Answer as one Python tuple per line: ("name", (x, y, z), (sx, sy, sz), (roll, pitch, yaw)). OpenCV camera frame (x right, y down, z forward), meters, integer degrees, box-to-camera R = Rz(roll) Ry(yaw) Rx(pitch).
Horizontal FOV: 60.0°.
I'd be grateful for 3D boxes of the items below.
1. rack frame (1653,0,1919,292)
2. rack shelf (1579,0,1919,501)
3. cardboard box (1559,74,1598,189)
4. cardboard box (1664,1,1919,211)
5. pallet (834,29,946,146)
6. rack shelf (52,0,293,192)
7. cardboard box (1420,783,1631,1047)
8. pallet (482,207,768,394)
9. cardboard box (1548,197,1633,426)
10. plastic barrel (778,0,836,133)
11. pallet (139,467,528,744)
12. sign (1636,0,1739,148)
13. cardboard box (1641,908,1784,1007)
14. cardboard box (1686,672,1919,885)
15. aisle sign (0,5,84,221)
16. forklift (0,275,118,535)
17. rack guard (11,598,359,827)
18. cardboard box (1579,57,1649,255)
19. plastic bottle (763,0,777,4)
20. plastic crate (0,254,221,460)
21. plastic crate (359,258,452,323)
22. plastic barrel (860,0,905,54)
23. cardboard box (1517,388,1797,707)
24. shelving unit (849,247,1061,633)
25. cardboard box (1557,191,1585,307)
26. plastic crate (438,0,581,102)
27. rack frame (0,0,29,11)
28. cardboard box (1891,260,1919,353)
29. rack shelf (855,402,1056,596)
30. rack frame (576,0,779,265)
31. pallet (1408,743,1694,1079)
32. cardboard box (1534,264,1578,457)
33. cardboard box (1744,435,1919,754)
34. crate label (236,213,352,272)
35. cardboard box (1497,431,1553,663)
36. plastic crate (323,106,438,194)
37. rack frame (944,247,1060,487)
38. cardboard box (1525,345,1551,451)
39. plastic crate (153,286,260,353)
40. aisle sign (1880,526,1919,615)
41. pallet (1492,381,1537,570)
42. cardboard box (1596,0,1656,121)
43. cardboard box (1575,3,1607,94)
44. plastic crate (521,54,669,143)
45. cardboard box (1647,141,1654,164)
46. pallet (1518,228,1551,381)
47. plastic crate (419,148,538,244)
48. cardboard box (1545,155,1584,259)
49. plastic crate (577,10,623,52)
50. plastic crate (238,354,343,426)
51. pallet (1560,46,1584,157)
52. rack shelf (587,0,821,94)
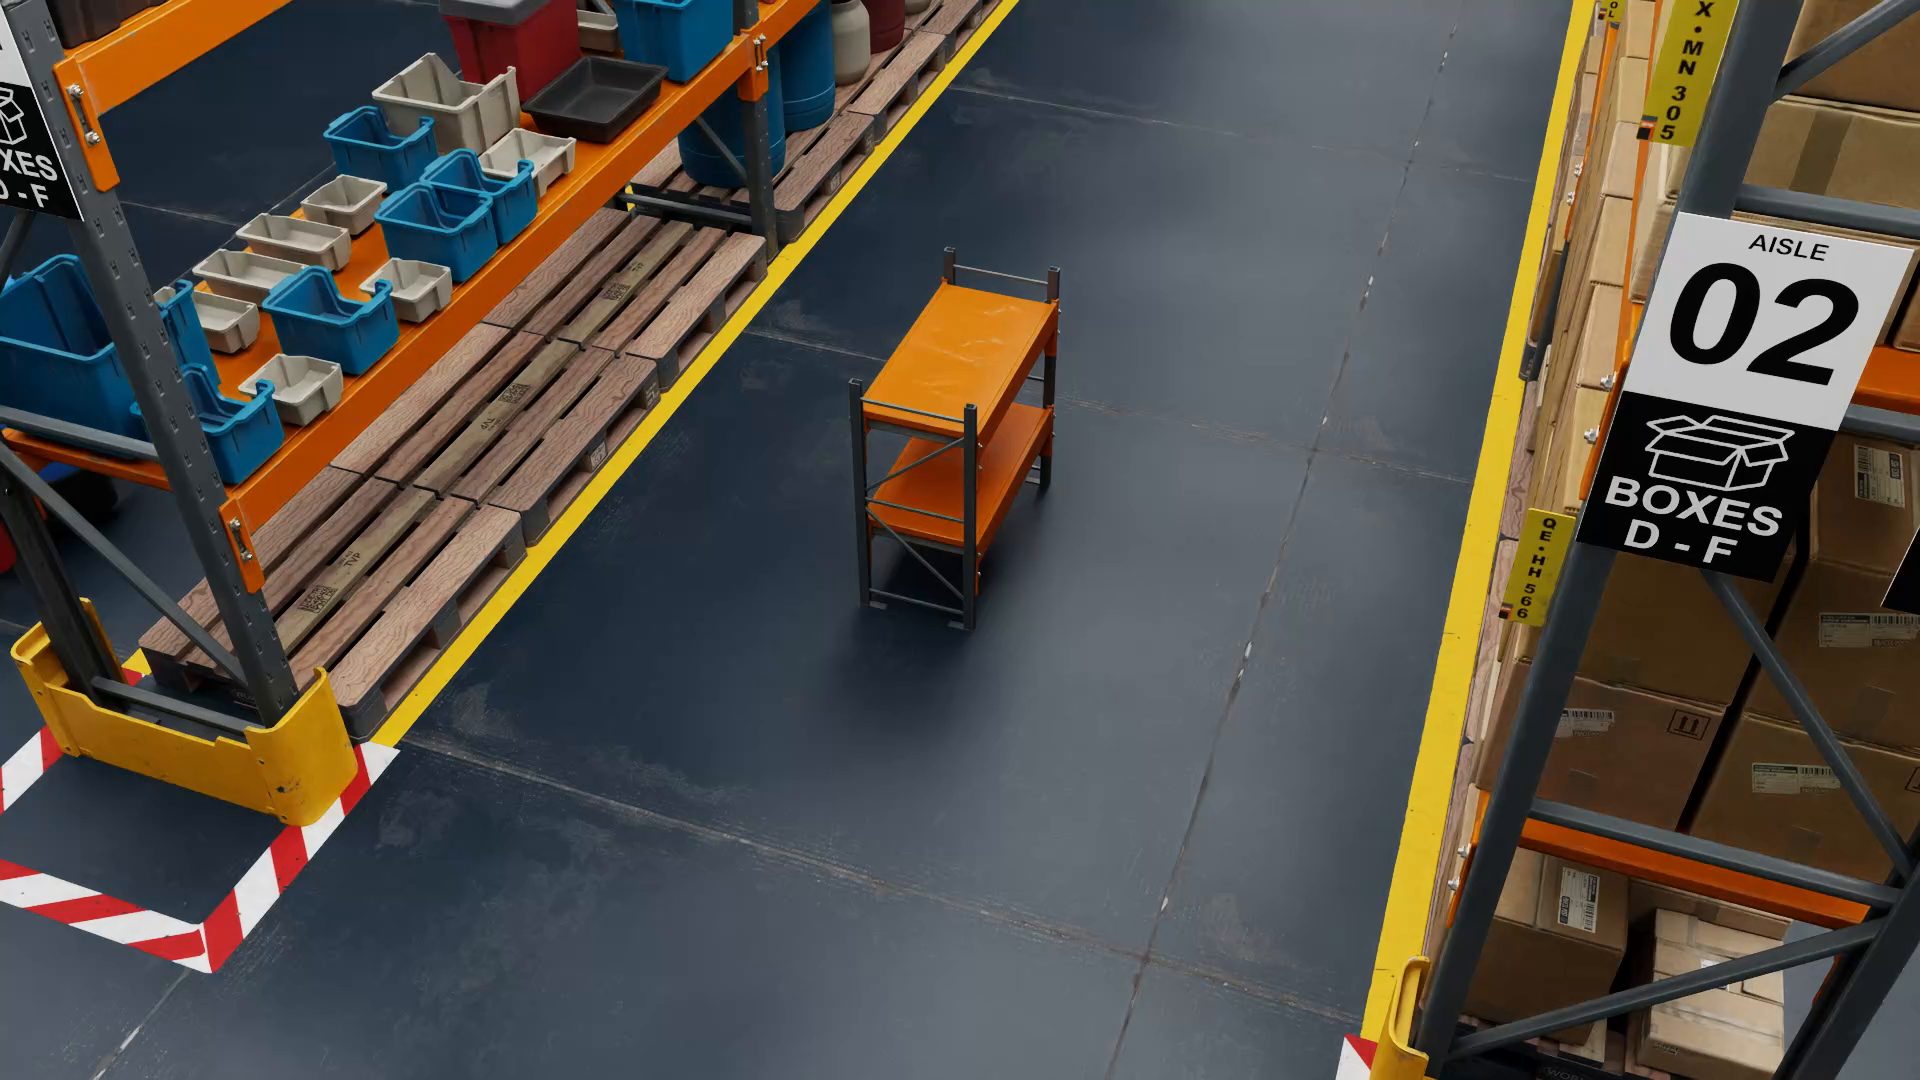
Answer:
("rack frame", (1.805, -1.521, 2.099), (1.000, 3.000, 0.127), (13, 42, 15))
("rack shelf", (2.489, -1.326, 4.736), (1.077, 0.370, 4.000), (13, 42, 15))
("cardboard box", (3.593, -2.175, 9.075), (0.500, 0.500, 0.500), (12, 42, 14))
("cardboard box", (1.742, -0.883, 3.393), (0.500, 0.250, 0.500), (13, 42, 15))
("pallet", (-0.762, -2.927, 10.518), (1.003, 0.211, 1.213), (13, 42, 15))
("rack shelf", (-2.164, -2.427, 6.027), (1.077, 0.370, 4.000), (13, 42, 15))
("cardboard box", (1.760, 1.159, 5.168), (0.500, 0.500, 0.500), (13, 42, 15))
("pallet", (-1.695, -1.262, 8.566), (1.003, 0.211, 1.213), (13, 42, 15))
("cardboard box", (2.044, -0.615, 4.812), (0.500, 0.500, 0.500), (14, 43, 16))
("plastic barrel", (-1.036, -2.901, 9.632), (0.600, 0.901, 0.708), (13, 42, 15))
("pallet", (-2.530, 0.226, 6.822), (1.003, 0.211, 1.213), (13, 42, 15))
("sign", (1.291, -0.852, 2.944), (0.100, 0.325, 0.005), (13, 42, 15))
("cardboard box", (2.357, 1.341, 5.212), (0.380, 0.166, 0.250), (13, 42, 15))
("cardboard box", (2.205, 0.511, 4.262), (0.500, 0.500, 0.500), (14, 42, 16))
("aisle sign", (-2.594, -1.219, 4.365), (0.394, 0.787, 0.004), (13, 42, 15))
("forklift", (-5.040, -1.757, 7.051), (1.130, 2.935, 3.031), (-28, 48, -29))
("rack guard", (-2.844, 0.628, 6.128), (1.175, 0.500, 0.348), (13, 42, 15))
("cardboard box", (2.395, -1.243, 5.549), (0.500, 0.500, 0.500), (12, 42, 14))
("plastic bottle", (-0.954, -2.864, 8.386), (0.061, 0.283, 0.133), (13, 42, 15))
("plastic crate", (-2.909, -0.622, 5.594), (0.616, 0.435, 0.499), (13, 42, 15))
("plastic crate", (-2.035, -0.931, 6.187), (0.250, 0.136, 0.298), (13, 42, 15))
("plastic barrel", (-0.650, -3.471, 10.541), (0.600, 0.588, 0.708), (13, 42, 15))
("cardboard box", (1.699, 0.011, 4.079), (0.500, 0.500, 0.500), (13, 42, 15))
("shelving unit", (-0.002, -0.424, 6.880), (0.538, 1.125, 1.048), (13, 42, 15))
("cardboard box", (2.571, -1.153, 6.213), (0.500, 0.500, 0.500), (14, 42, 16))
("plastic crate", (-2.021, -2.338, 7.584), (0.402, 0.464, 0.583), (13, 42, 15))
("rack frame", (-2.848, -2.622, 3.390), (1.000, 3.000, 0.127), (13, 42, 15))
("cardboard box", (2.220, -0.579, 3.422), (0.500, 0.250, 0.500), (13, 42, 15))
("rack shelf", (-0.002, -0.238, 7.039), (0.538, 0.278, 1.000), (13, 42, 15))
("rack frame", (-1.480, -2.780, 8.197), (1.000, 3.000, 0.127), (13, 42, 15))
("pallet", (2.103, 1.290, 5.576), (1.003, 0.211, 1.213), (13, 42, 15))
("cardboard box", (2.225, -0.538, 5.492), (0.500, 0.500, 0.500), (13, 42, 14))
("cardboard box", (2.205, 0.131, 3.938), (0.500, 0.500, 0.500), (15, 43, 16))
("crate label", (-2.554, -1.149, 6.443), (0.396, 0.136, 0.243), (13, 42, 15))
("cardboard box", (1.877, 0.073, 4.777), (0.500, 0.500, 0.500), (14, 42, 15))
("plastic crate", (-2.387, -1.609, 6.907), (0.416, 0.233, 0.300), (13, 42, 15))
("rack frame", (0.172, -0.734, 7.243), (0.500, 1.125, 0.032), (13, 42, 15))
("cardboard box", (2.826, -0.615, 7.392), (0.500, 0.311, 0.500), (13, 42, 15))
("plastic crate", (-2.739, -0.800, 6.034), (0.396, 0.136, 0.243), (13, 42, 15))
("aisle sign", (2.058, -0.121, 3.077), (0.394, 0.787, 0.004), (13, 42, 15))
("pallet", (2.938, -0.199, 7.320), (1.003, 0.211, 1.213), (13, 42, 15))
("cardboard box", (2.748, -1.872, 6.285), (0.500, 0.500, 0.500), (14, 43, 16))
("cardboard box", (3.943, -2.799, 9.807), (0.500, 0.500, 0.500), (12, 42, 14))
("plastic crate", (-1.611, -1.956, 7.397), (0.437, 0.125, 0.590), (13, 42, 15))
("cardboard box", (1.915, -0.997, 3.912), (0.500, 0.250, 0.500), (13, 42, 15))
("pallet", (3.416, -1.122, 8.402), (1.003, 0.211, 1.213), (13, 42, 15))
("plastic crate", (-1.901, -1.363, 6.619), (0.416, 0.233, 0.300), (13, 42, 15))
("cardboard box", (3.250, -1.559, 8.353), (0.500, 0.500, 0.500), (13, 42, 15))
("plastic crate", (-1.774, -2.450, 7.968), (0.396, 0.136, 0.243), (13, 42, 15))
("plastic crate", (-2.267, -0.517, 5.702), (0.250, 0.136, 0.298), (13, 42, 15))
("pallet", (4.250, -2.610, 10.147), (1.003, 0.211, 1.213), (13, 42, 15))
("rack shelf", (-0.796, -3.726, 9.860), (1.077, 0.370, 4.000), (13, 42, 15))
